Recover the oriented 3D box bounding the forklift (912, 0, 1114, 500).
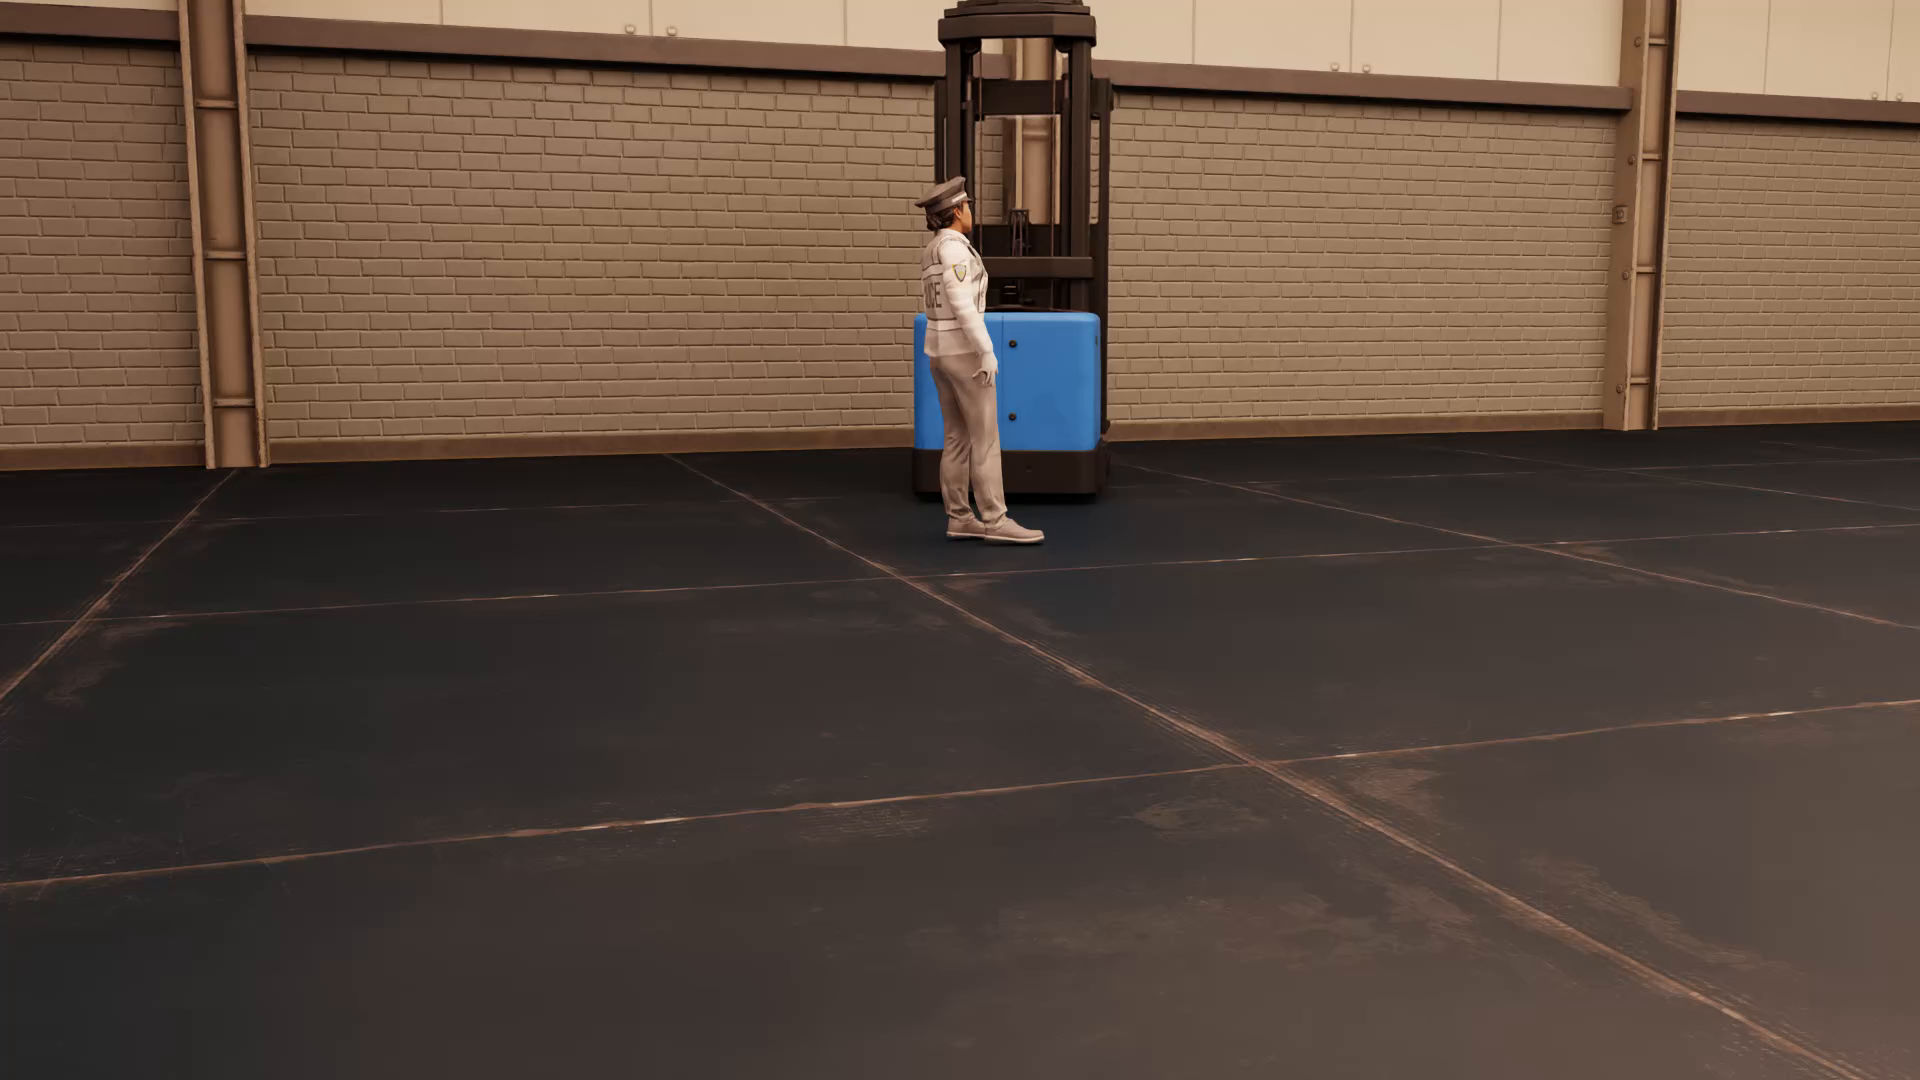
[{"bbox_3d":[0.414,-1.848,10.635,1.130,2.935,3.031,1,8,7],"label":"forklift"}]

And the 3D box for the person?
[{"bbox_3d":[0.065,-0.849,7.824,0.533,1.696,0.588,-3,8,-18],"label":"person"}]
